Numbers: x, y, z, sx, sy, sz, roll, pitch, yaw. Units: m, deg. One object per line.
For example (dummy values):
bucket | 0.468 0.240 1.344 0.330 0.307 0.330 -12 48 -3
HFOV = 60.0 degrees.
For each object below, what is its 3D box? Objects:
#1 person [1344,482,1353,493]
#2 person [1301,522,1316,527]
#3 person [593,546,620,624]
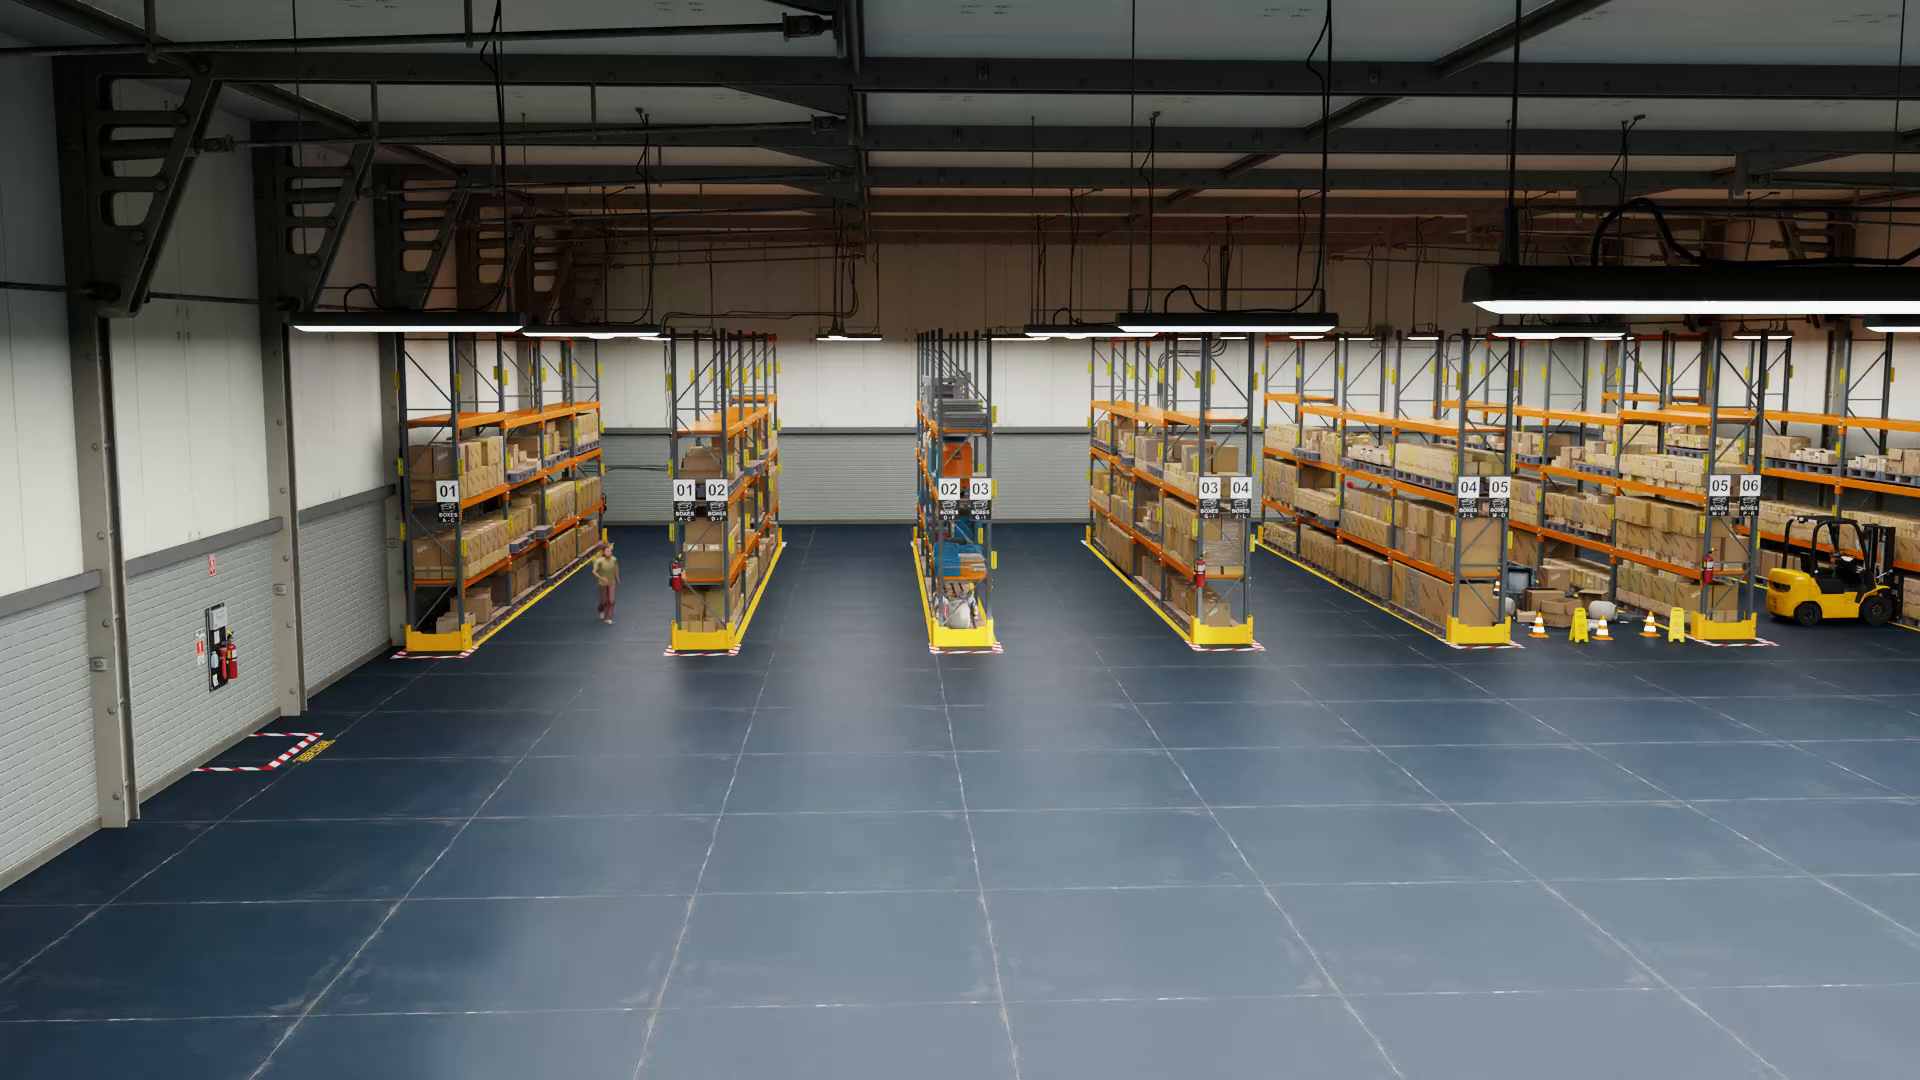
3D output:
person | 11.219 -0.781 47.585 0.659 1.768 0.470 -1 7 -10
person | 10.226 -0.859 49.156 0.798 1.666 0.521 -1 7 -11
person | -7.295 0.903 34.242 0.576 1.619 0.720 -3 8 -27
